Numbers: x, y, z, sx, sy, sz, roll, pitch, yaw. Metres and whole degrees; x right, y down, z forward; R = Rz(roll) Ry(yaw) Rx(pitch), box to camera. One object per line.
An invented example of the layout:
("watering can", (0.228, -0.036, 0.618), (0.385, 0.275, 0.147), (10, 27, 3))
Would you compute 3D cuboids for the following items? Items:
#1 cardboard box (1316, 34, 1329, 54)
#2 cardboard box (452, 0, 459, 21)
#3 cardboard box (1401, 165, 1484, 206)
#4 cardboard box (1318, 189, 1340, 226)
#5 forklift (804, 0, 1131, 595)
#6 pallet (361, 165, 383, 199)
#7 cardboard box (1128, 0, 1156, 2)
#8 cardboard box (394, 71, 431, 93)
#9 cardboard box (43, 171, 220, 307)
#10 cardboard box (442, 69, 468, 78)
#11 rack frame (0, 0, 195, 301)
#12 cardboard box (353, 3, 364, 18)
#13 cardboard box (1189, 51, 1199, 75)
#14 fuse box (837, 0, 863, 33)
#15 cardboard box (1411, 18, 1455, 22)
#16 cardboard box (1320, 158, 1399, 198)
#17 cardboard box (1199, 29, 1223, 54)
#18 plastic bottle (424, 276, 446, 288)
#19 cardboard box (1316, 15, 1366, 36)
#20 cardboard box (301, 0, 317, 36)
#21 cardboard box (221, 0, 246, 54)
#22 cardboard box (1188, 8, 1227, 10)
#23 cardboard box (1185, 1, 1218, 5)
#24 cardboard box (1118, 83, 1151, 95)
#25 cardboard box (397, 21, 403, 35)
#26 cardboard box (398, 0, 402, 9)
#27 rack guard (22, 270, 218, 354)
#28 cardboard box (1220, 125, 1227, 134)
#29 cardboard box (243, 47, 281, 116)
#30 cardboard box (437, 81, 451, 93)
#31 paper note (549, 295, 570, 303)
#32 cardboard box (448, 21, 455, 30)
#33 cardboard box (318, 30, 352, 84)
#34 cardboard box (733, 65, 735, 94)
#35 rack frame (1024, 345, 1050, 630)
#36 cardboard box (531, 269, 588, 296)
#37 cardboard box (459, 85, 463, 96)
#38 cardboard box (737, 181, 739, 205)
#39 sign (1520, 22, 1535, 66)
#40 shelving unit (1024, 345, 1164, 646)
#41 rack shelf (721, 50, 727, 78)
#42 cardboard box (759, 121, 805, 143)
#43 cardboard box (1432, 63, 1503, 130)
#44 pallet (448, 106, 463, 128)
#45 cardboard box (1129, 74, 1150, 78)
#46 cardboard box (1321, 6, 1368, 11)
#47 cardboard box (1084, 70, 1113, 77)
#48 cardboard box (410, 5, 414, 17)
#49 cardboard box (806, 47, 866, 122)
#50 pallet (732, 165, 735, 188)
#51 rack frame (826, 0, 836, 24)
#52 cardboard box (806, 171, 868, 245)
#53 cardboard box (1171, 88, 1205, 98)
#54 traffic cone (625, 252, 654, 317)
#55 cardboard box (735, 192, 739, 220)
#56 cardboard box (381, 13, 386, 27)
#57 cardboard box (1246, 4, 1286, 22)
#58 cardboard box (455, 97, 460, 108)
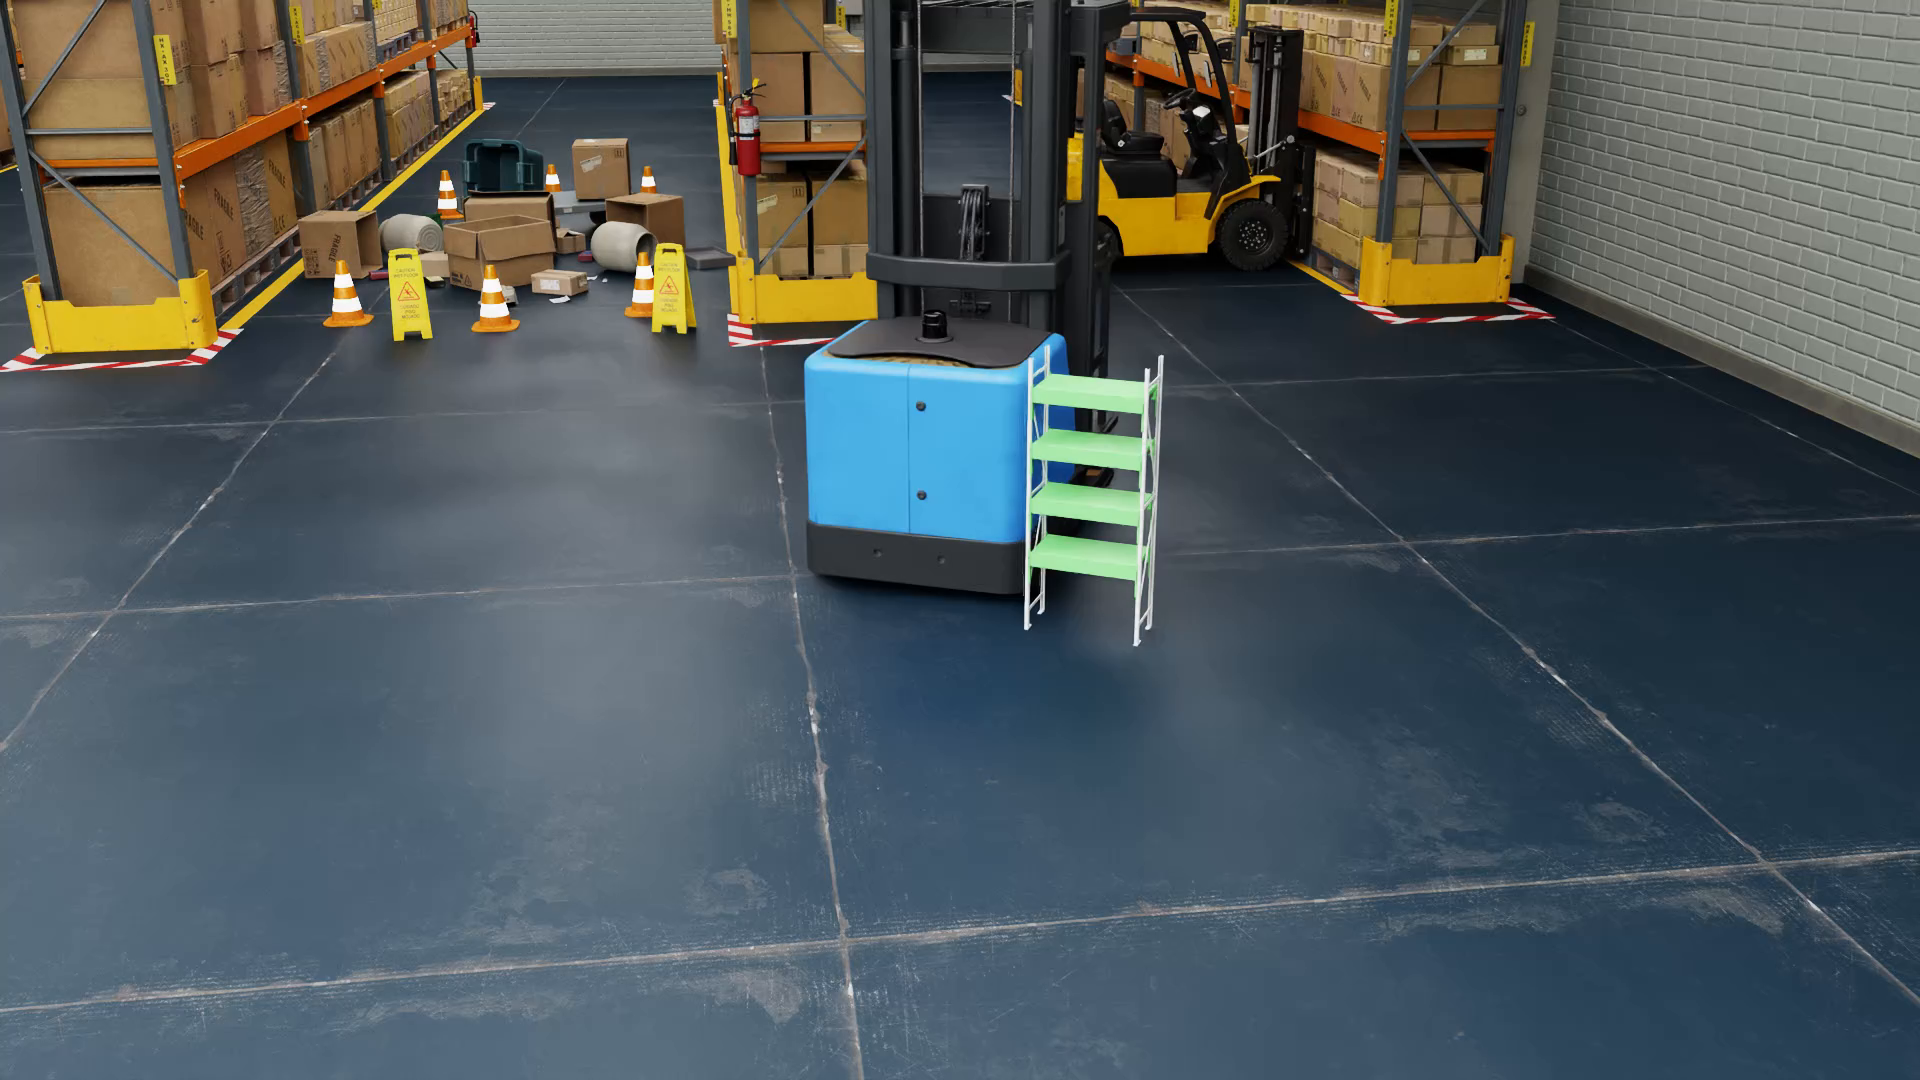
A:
("cardboard box", (3.273, -4.250, 14.239), (0.380, 0.149, 0.250), (-3, 21, -7))
("cardboard box", (-7.821, -8.044, 24.898), (0.500, 0.500, 0.500), (-3, 21, -8))
("cardboard box", (3.927, -2.904, 13.604), (0.500, 0.250, 0.500), (-3, 21, -9))
("cardboard box", (3.368, -2.820, 14.096), (0.500, 0.250, 0.500), (-3, 21, -8))
("forklift", (0.205, -1.614, 8.349), (1.130, 2.935, 3.031), (6, 21, 15))
("pallet", (-7.100, -4.001, 18.627), (1.003, 0.211, 1.213), (-3, 21, -8))
("cardboard box", (2.238, -6.921, 21.713), (0.797, 0.503, 0.637), (-3, 21, -9))
("cardboard box", (-7.358, -6.101, 22.165), (0.500, 0.250, 0.500), (-3, 21, -9))
("cardboard box", (-6.149, -2.247, 12.382), (0.875, 0.875, 0.875), (-3, 21, -7))
("cardboard box", (-7.965, -7.323, 26.161), (0.380, 0.149, 0.250), (-3, 21, -7))
("rack frame", (-5.986, -2.814, 11.464), (1.000, 3.000, 0.127), (-3, 21, -8))
("cardboard box", (-7.015, -6.113, 19.205), (0.380, 0.149, 0.250), (-3, 21, -8))
("cardboard box", (2.782, -5.174, 17.996), (0.500, 0.250, 0.500), (-3, 21, -7))
("fuse box", (-2.145, -10.042, 32.656), (0.539, 1.711, 0.414), (-3, 21, -8))
("cardboard box", (3.895, -4.237, 13.779), (0.380, 0.149, 0.250), (-3, 21, -7))
("cardboard box", (3.355, -3.048, 13.990), (0.500, 0.250, 0.500), (-3, 21, -7))
("cardboard box", (2.828, -5.234, 17.443), (0.500, 0.250, 0.500), (-3, 21, -9))
("plastic bottle", (-4.408, -2.167, 13.930), (0.133, 0.061, 0.283), (-11, 23, -26))
("cardboard box", (3.266, -4.391, 14.190), (0.380, 0.149, 0.250), (-3, 21, -7))
("cardboard box", (-6.788, -5.239, 16.384), (0.700, 0.500, 0.500), (-3, 21, -7))
("cardboard box", (-6.407, -4.267, 13.597), (0.875, 0.550, 0.550), (-3, 21, -8))
("cardboard box", (2.740, -5.814, 18.427), (0.380, 0.149, 0.250), (-3, 21, -8))
("cardboard box", (2.903, -6.369, 19.911), (0.380, 0.149, 0.250), (-2, 21, -6))
("cardboard box", (2.277, -5.888, 21.740), (0.380, 0.149, 0.250), (-2, 21, -6))
("cardboard box", (-7.272, -6.470, 21.010), (0.380, 0.149, 0.250), (-2, 21, -5))
("cardboard box", (-7.320, -6.839, 21.148), (0.380, 0.149, 0.250), (-4, 21, -10))
("rack guard", (-5.982, -1.635, 11.879), (1.175, 0.500, 0.348), (-3, 21, -8))
("cardboard box", (3.146, -4.000, 17.432), (0.875, 0.625, 0.625), (-2, 21, -5))
("cardboard box", (-6.396, -3.953, 14.299), (0.875, 0.550, 0.550), (-3, 21, -8))
("cardboard box", (-7.643, -6.604, 24.234), (0.380, 0.149, 0.250), (-2, 21, -7))
("paper note", (-3.208, -1.935, 13.353), (0.148, 0.019, 0.142), (-11, 23, -26))
("cardboard box", (-7.847, -7.784, 25.129), (0.380, 0.149, 0.250), (-4, 21, -10))
("cardboard box", (-6.588, -4.966, 17.081), (0.500, 0.500, 0.500), (-3, 21, -7))
("cardboard box", (-1.589, -3.806, 13.552), (0.500, 0.500, 0.500), (-3, 21, -8))
("rack frame", (0.328, -0.214, 7.073), (0.015, 1.200, 0.240), (8, 22, 19))
("cardboard box", (-3.290, -2.115, 13.667), (0.380, 0.149, 0.250), (8, 22, 20))
("cardboard box", (-7.770, -6.828, 25.259), (0.380, 0.149, 0.250), (-3, 21, -7))
("cardboard box", (-1.772, -3.341, 15.133), (0.500, 0.500, 0.500), (-2, 21, -6))
("sign", (4.359, -3.819, 12.804), (0.100, 0.325, 0.005), (-3, 21, -8))
("shelving unit", (0.556, -0.183, 6.992), (0.503, 1.200, 0.258), (8, 22, 19))
("rack shelf", (-2.544, -6.224, 21.622), (1.077, 0.370, 4.000), (-3, 21, -8))
("cardboard box", (-1.368, -3.100, 12.588), (0.380, 0.149, 0.250), (-2, 21, -6))
("cardboard box", (4.013, -3.583, 13.379), (0.500, 0.500, 0.500), (-2, 21, -6))
("pallet", (-8.027, -6.317, 24.827), (1.003, 0.211, 1.213), (-3, 21, -8))
("cardboard box", (2.554, -6.362, 23.009), (0.380, 0.149, 0.250), (-2, 21, -6))
("cardboard box", (3.624, -4.950, 15.688), (0.380, 0.149, 0.250), (-3, 21, -8))
("cardboard box", (1.984, -6.605, 23.660), (0.380, 0.149, 0.250), (-3, 21, -9))
("cardboard box", (-7.424, -6.969, 21.920), (0.380, 0.149, 0.250), (-3, 21, -7))
("cardboard box", (-0.896, -3.463, 12.633), (0.500, 0.500, 0.500), (-3, 21, -9))
("pallet", (-2.144, -4.292, 19.406), (1.003, 0.211, 1.213), (-3, 21, -8))
("rack frame", (-1.679, -4.484, 15.934), (1.000, 3.000, 0.127), (-3, 21, -8))
("cardboard box", (-0.949, -2.660, 13.310), (0.500, 0.500, 0.500), (-4, 21, -10))
("cardboard box", (2.889, -5.646, 21.092), (0.380, 0.149, 0.250), (-2, 21, -5))
("traffic cone", (-2.441, -1.994, 12.895), (0.336, 0.463, 0.334), (-3, 21, -8))
("cardboard box", (-1.861, -3.175, 15.759), (0.500, 0.250, 0.500), (-4, 21, -10))
("cardboard box", (-7.130, -6.253, 20.006), (0.380, 0.149, 0.250), (-3, 21, -8))
("cardboard box", (2.985, -5.100, 16.090), (0.380, 0.149, 0.250), (-2, 21, -7))
("cardboard box", (-7.753, -6.598, 25.069), (0.380, 0.149, 0.250), (-3, 21, -7))
